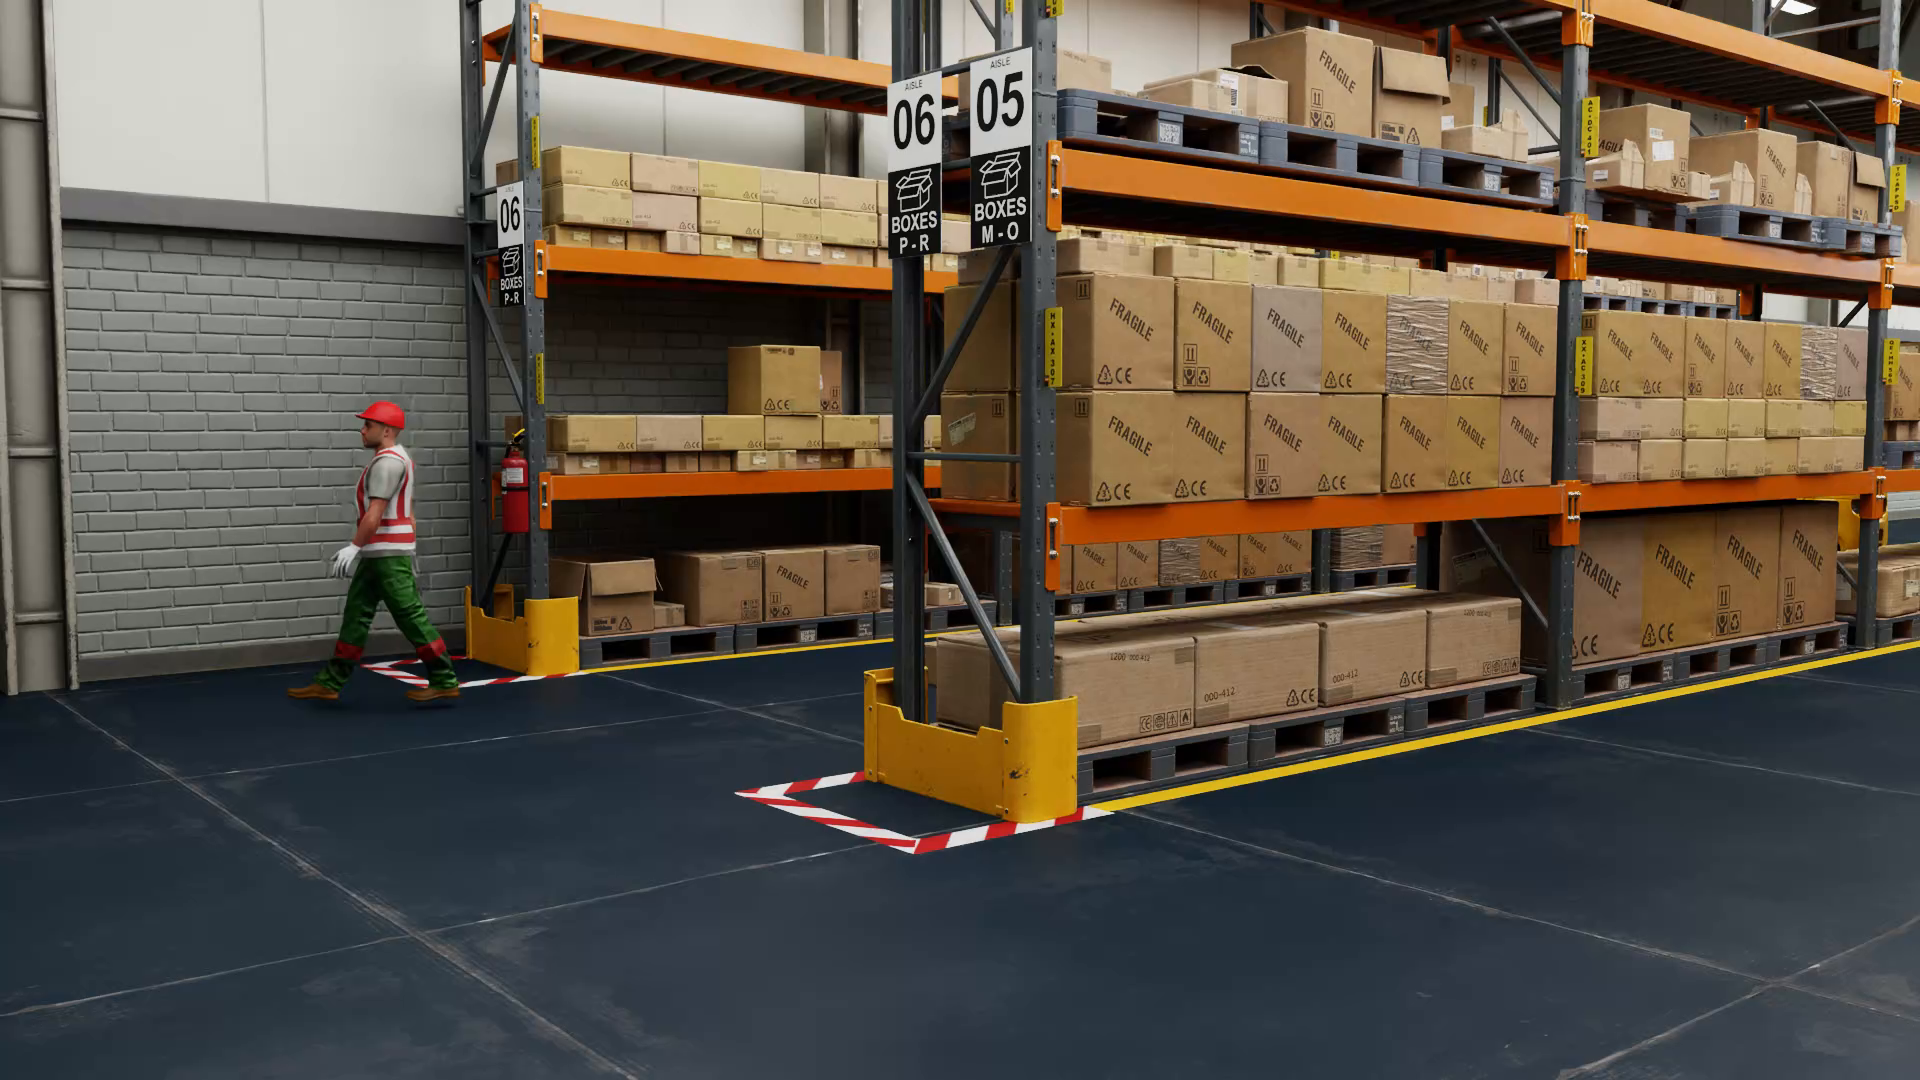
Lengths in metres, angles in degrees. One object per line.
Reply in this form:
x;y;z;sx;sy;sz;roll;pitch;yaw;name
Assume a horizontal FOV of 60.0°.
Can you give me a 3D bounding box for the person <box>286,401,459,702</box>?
-3.409;0.070;9.589;0.963;1.739;0.570;-1;4;-17;person
